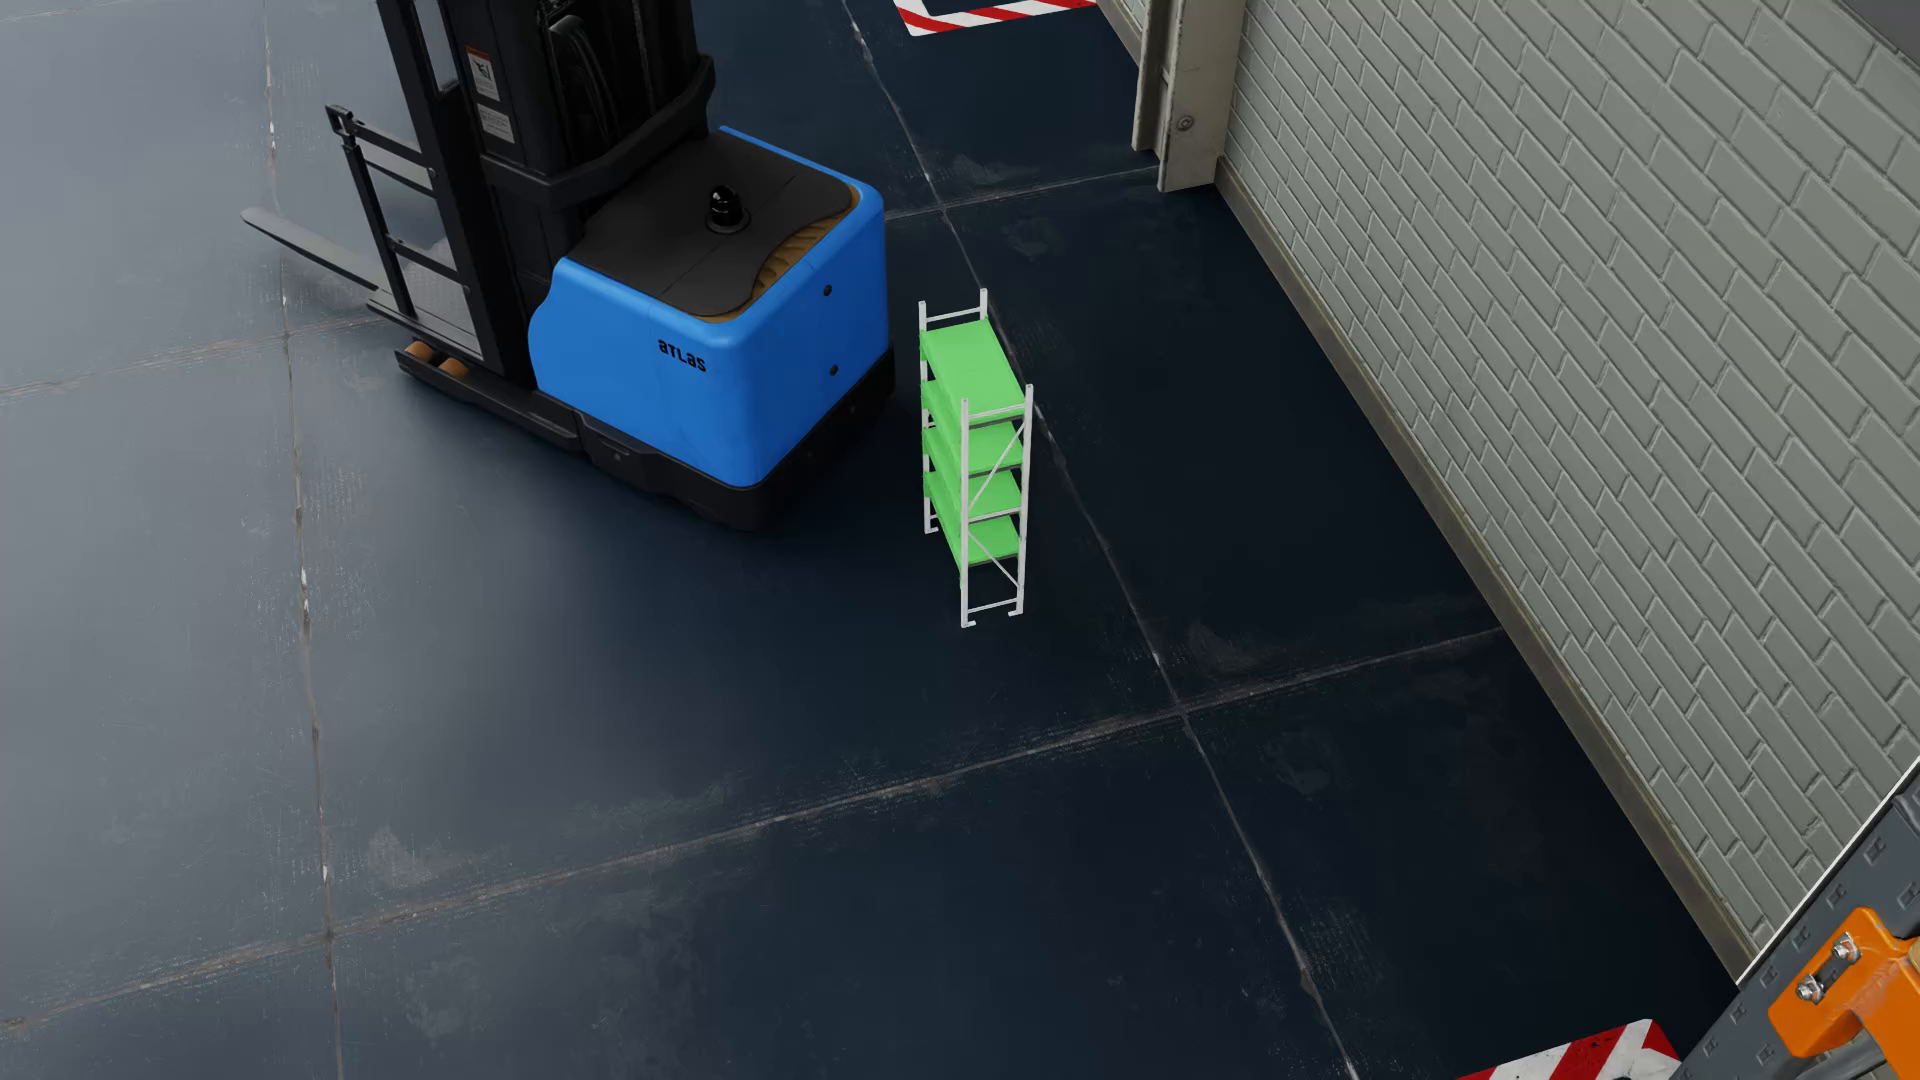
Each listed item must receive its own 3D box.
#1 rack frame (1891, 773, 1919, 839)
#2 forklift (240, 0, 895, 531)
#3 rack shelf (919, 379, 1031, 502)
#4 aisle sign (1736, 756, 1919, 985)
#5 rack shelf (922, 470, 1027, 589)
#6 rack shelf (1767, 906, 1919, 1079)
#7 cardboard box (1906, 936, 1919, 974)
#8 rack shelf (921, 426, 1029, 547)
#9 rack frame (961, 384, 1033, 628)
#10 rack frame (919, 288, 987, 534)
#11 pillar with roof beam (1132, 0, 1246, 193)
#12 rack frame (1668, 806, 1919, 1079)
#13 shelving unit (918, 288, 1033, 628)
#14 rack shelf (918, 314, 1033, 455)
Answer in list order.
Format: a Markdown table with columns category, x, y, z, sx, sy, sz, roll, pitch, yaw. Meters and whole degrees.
| category | x | y | z | sx | sy | sz | roll | pitch | yaw |
| --- | --- | --- | --- | --- | --- | --- | --- | --- | --- |
| rack frame | 1.789 | -0.670 | 1.219 | 1.000 | 3.000 | 0.127 | -13 | 51 | -11 |
| forklift | -1.790 | -1.863 | 6.193 | 3.031 | 2.935 | 1.130 | 26 | 55 | 20 |
| rack shelf | 0.049 | -0.379 | 5.844 | 0.258 | 0.148 | 0.480 | -13 | 51 | -11 |
| aisle sign | 1.481 | 0.441 | 2.506 | 0.394 | 0.787 | 0.004 | -13 | 51 | -11 |
| rack shelf | 0.049 | -0.070 | 6.211 | 0.258 | 0.148 | 0.480 | -13 | 51 | -11 |
| rack shelf | 2.380 | 1.989 | 1.409 | 1.077 | 0.370 | 4.000 | -13 | 51 | -11 |
| cardboard box | 1.649 | 0.559 | 2.066 | 0.500 | 0.500 | 0.500 | -12 | 51 | -10 |
| rack shelf | 0.049 | -0.225 | 6.028 | 0.258 | 0.148 | 0.480 | -13 | 51 | -11 |
| rack frame | 0.121 | -0.088 | 5.829 | 0.240 | 1.200 | 0.015 | -13 | 51 | -11 |
| rack frame | -0.023 | -0.444 | 6.129 | 0.240 | 1.200 | 0.015 | -13 | 51 | -11 |
| pillar with roof beam | -3.065 | -3.763 | 3.826 | 9.100 | 9.000 | 0.400 | -13 | 51 | -11 |
| rack frame | 1.789 | 1.264 | 3.512 | 1.000 | 3.000 | 0.127 | -13 | 51 | -11 |
| shelving unit | 0.049 | -0.266 | 5.979 | 0.258 | 1.200 | 0.503 | -13 | 51 | -11 |
| rack shelf | 0.049 | -0.534 | 5.661 | 0.258 | 0.148 | 0.480 | -13 | 51 | -11 |
